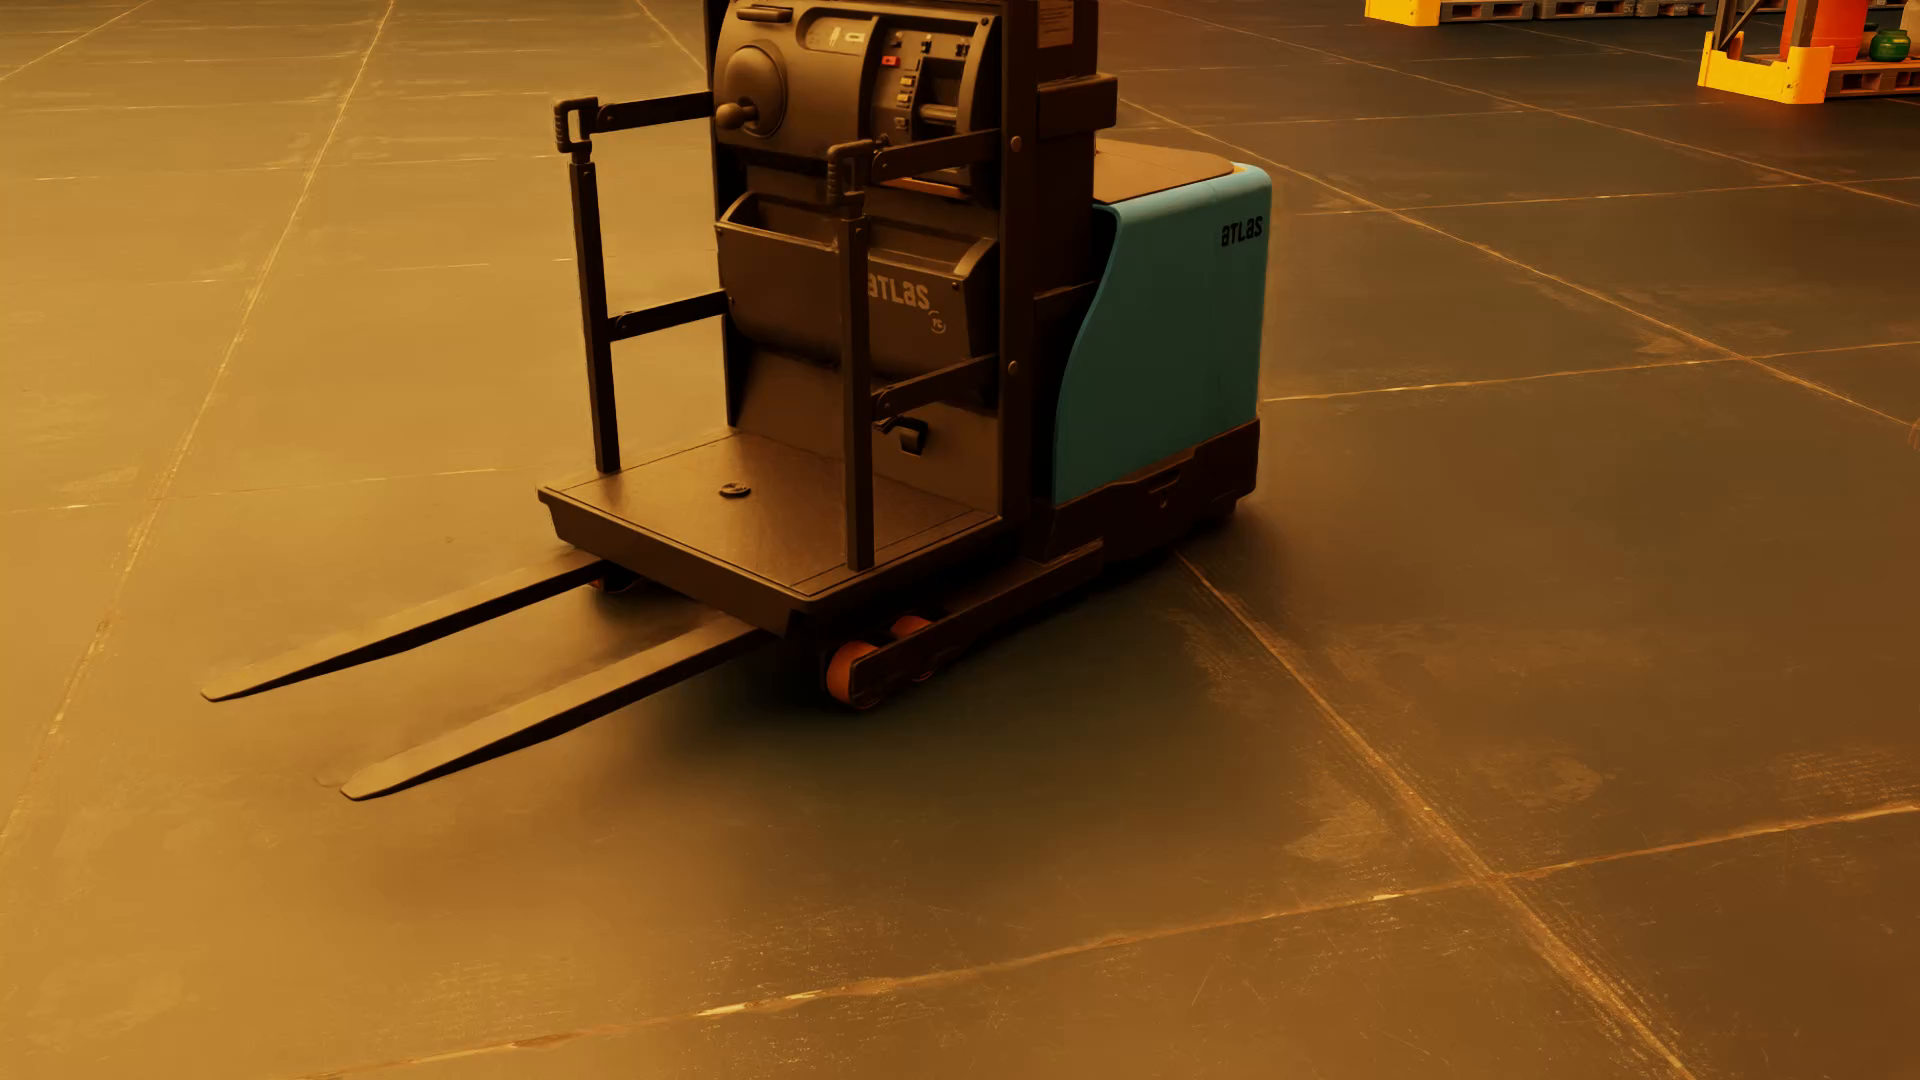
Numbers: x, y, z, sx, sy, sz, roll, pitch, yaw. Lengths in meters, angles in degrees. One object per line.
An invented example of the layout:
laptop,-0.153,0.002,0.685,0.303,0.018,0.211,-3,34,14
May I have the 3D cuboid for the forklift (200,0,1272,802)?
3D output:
forklift,-0.426,-1.158,4.030,1.130,2.935,3.031,20,30,38
